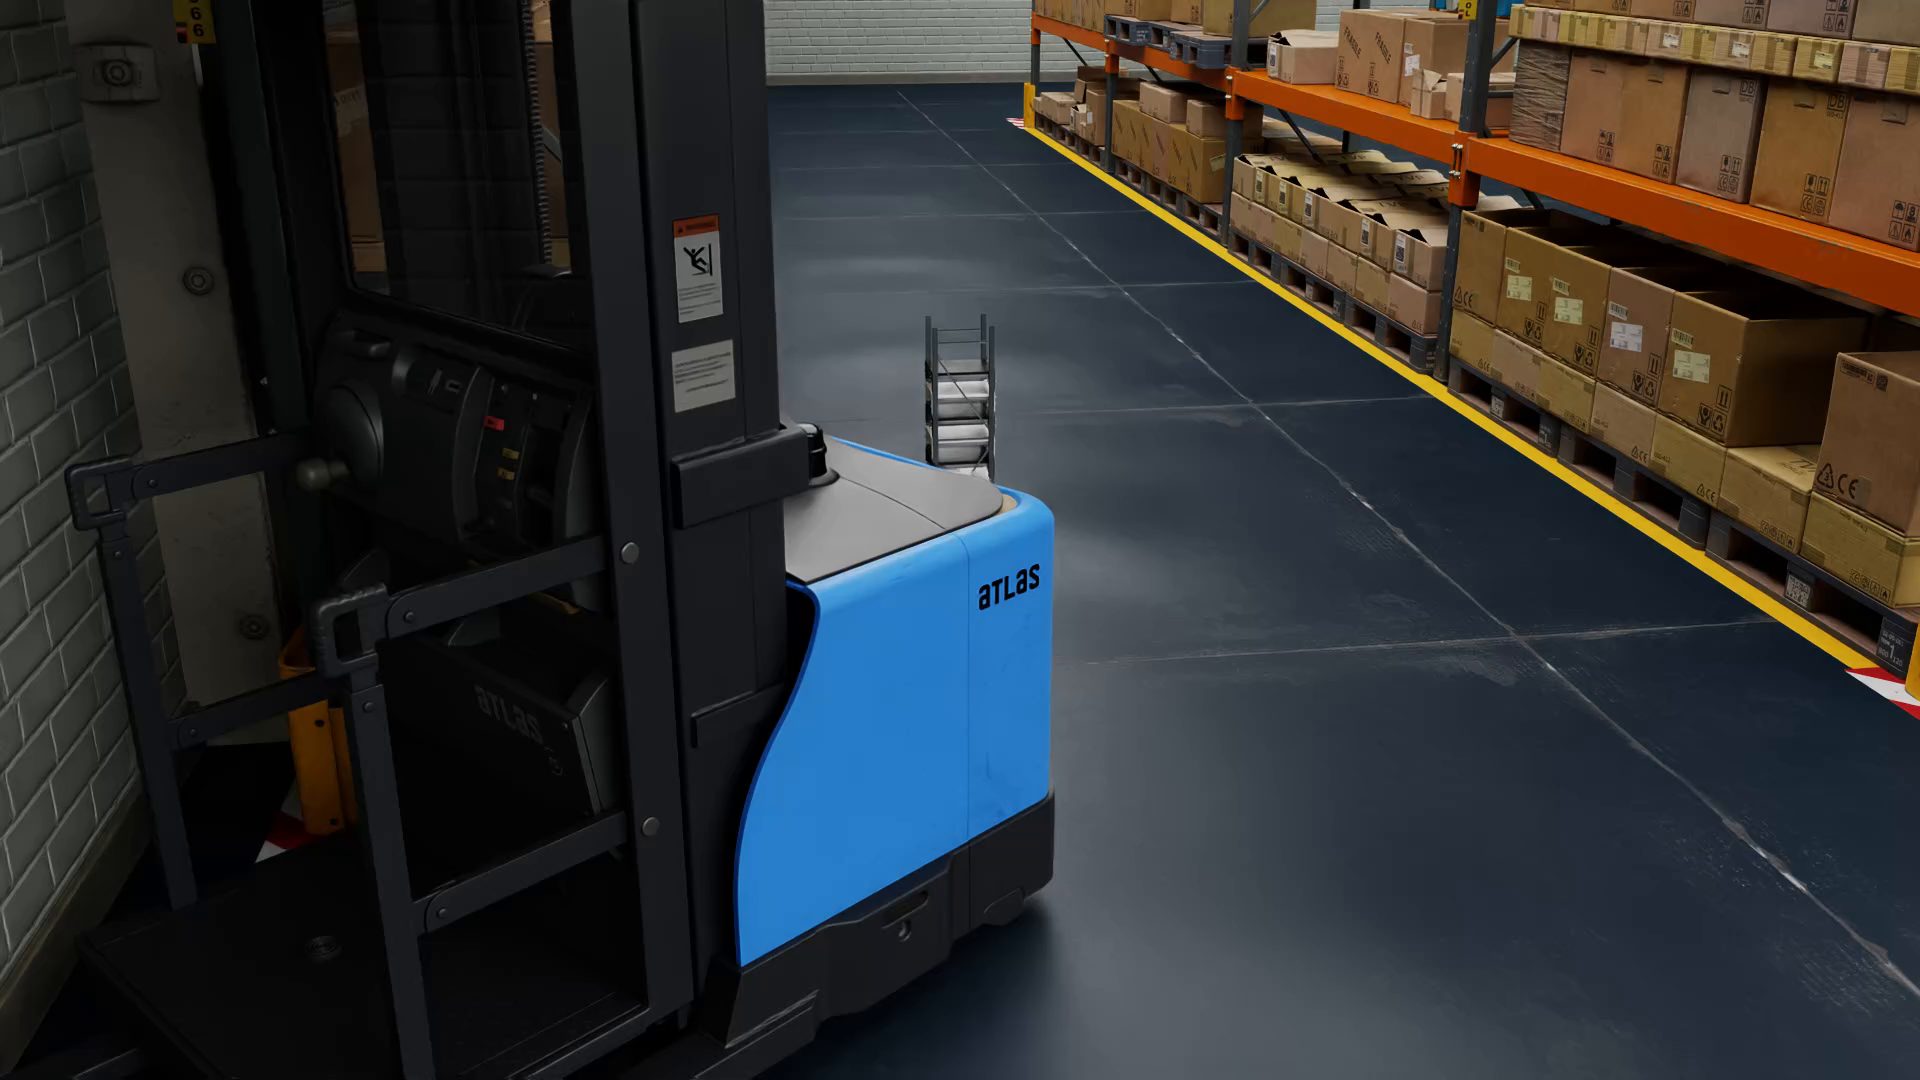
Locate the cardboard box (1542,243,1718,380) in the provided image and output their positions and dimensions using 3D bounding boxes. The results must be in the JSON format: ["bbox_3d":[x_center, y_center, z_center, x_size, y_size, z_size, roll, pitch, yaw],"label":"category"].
[{"bbox_3d":[2.985,-1.030,7.444,0.500,0.500,0.500,-3,21,-8],"label":"cardboard box"}]

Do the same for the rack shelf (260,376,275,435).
[{"bbox_3d":[-1.530,-1.012,6.166,1.077,0.370,4.000,-3,21,-8],"label":"rack shelf"}]

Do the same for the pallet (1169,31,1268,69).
[{"bbox_3d":[2.340,-3.818,12.927,1.213,0.211,1.003,-3,21,-8],"label":"pallet"}]

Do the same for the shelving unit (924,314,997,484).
[{"bbox_3d":[-0.001,-0.424,6.566,0.258,0.900,0.210,-3,21,-8],"label":"shelving unit"}]

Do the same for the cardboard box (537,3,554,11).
[{"bbox_3d":[-1.228,-1.656,5.977,0.500,0.500,0.500,-2,21,-6],"label":"cardboard box"}]

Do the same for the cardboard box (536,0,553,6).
[{"bbox_3d":[-1.819,-1.806,6.379,0.500,0.500,0.500,-2,21,-6],"label":"cardboard box"}]

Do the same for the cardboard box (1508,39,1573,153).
[{"bbox_3d":[3.154,-2.186,8.139,0.700,0.500,0.500,-3,21,-9],"label":"cardboard box"}]

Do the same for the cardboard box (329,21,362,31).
[{"bbox_3d":[-1.582,-1.274,4.954,0.500,0.500,0.500,-3,21,-7],"label":"cardboard box"}]

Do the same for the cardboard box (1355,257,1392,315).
[{"bbox_3d":[2.666,-1.505,9.789,0.500,0.250,0.500,-3,21,-9],"label":"cardboard box"}]

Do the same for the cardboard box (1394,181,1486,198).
[{"bbox_3d":[3.048,-2.152,10.718,0.500,0.311,0.500,-2,21,-6],"label":"cardboard box"}]

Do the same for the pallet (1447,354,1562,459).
[{"bbox_3d":[3.157,-0.709,8.312,1.003,0.211,1.213,-3,21,-8],"label":"pallet"}]

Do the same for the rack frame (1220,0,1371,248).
[{"bbox_3d":[2.507,-3.677,12.275,1.000,3.000,0.127,-3,21,-8],"label":"rack frame"}]

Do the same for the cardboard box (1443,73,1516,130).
[{"bbox_3d":[2.969,-2.390,9.043,0.500,0.250,0.500,-2,21,-4],"label":"cardboard box"}]

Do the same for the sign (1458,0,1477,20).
[{"bbox_3d":[2.548,-2.767,8.295,0.100,0.325,0.005,-3,21,-8],"label":"sign"}]

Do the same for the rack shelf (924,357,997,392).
[{"bbox_3d":[-0.001,-0.646,6.483,0.258,0.077,0.200,-3,21,-8],"label":"rack shelf"}]

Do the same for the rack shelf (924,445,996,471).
[{"bbox_3d":[-0.001,-0.309,6.609,0.258,0.077,0.200,-3,21,-8],"label":"rack shelf"}]

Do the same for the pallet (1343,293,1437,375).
[{"bbox_3d":[2.939,-1.239,9.732,1.003,0.211,1.213,-3,21,-8],"label":"pallet"}]

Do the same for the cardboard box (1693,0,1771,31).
[{"bbox_3d":[3.371,-2.272,6.516,0.700,0.500,0.500,-3,21,-8],"label":"cardboard box"}]

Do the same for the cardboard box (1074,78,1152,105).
[{"bbox_3d":[1.654,-4.749,18.083,0.797,0.503,0.637,-3,21,-8],"label":"cardboard box"}]

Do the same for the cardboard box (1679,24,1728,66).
[{"bbox_3d":[3.158,-2.004,6.725,0.380,0.149,0.250,-3,21,-8],"label":"cardboard box"}]

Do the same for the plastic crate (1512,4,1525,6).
[{"bbox_3d":[6.284,-5.803,18.257,0.293,0.136,0.466,-3,21,-8],"label":"plastic crate"}]

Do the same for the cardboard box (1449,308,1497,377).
[{"bbox_3d":[2.850,-1.025,8.503,0.500,0.250,0.500,-3,21,-8],"label":"cardboard box"}]

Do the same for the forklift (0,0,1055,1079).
[{"bbox_3d":[-1.137,-0.201,3.065,1.130,2.935,3.031,18,27,40],"label":"forklift"}]

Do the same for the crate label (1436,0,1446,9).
[{"bbox_3d":[5.966,-6.543,20.102,0.416,0.233,0.303,-3,21,-8],"label":"crate label"}]

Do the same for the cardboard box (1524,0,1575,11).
[{"bbox_3d":[3.154,-2.794,7.912,0.700,0.500,0.500,-3,21,-7],"label":"cardboard box"}]

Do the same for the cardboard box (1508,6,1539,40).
[{"bbox_3d":[2.931,-2.540,8.160,0.380,0.149,0.250,-3,21,-8],"label":"cardboard box"}]

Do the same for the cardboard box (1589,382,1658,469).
[{"bbox_3d":[3.062,-0.506,7.112,0.500,0.250,0.500,-3,21,-8],"label":"cardboard box"}]

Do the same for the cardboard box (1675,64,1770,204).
[{"bbox_3d":[3.380,-1.652,6.710,0.700,0.500,0.500,-2,21,-6],"label":"cardboard box"}]

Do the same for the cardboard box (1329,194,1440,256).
[{"bbox_3d":[2.591,-1.942,10.157,0.500,0.311,0.500,-3,21,-8],"label":"cardboard box"}]

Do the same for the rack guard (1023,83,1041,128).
[{"bbox_3d":[1.365,-5.250,20.058,1.175,0.500,0.348,-3,21,-8],"label":"rack guard"}]

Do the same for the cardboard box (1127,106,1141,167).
[{"bbox_3d":[1.847,-3.733,15.369,0.500,0.500,0.500,-3,21,-7],"label":"cardboard box"}]

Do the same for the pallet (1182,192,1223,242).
[{"bbox_3d":[2.437,-2.631,13.460,1.003,0.211,1.213,-3,21,-8],"label":"pallet"}]

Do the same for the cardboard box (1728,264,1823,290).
[{"bbox_3d":[3.589,-0.884,7.053,0.500,0.500,0.500,-3,21,-8],"label":"cardboard box"}]

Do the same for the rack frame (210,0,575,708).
[{"bbox_3d":[-1.241,-0.656,4.186,1.000,3.000,0.127,-3,21,-8],"label":"rack frame"}]

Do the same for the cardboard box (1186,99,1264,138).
[{"bbox_3d":[2.128,-3.395,13.391,0.500,0.250,0.500,-2,21,-6],"label":"cardboard box"}]

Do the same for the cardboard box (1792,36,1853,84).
[{"bbox_3d":[3.268,-1.738,6.012,0.380,0.149,0.250,-2,21,-6],"label":"cardboard box"}]

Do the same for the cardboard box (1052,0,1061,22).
[{"bbox_3d":[1.306,-5.975,18.283,0.500,0.500,0.500,-3,21,-8],"label":"cardboard box"}]

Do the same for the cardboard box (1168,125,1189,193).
[{"bbox_3d":[2.066,-3.204,13.950,0.500,0.500,0.500,-4,21,-10],"label":"cardboard box"}]

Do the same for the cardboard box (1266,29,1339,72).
[{"bbox_3d":[2.516,-3.507,11.947,0.500,0.311,0.500,-2,21,-4],"label":"cardboard box"}]

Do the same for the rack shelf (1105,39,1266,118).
[{"bbox_3d":[2.219,-4.033,14.254,1.077,0.370,4.000,-3,21,-8],"label":"rack shelf"}]

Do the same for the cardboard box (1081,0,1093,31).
[{"bbox_3d":[1.529,-5.448,16.872,0.500,0.500,0.500,-2,21,-6],"label":"cardboard box"}]

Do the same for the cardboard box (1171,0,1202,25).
[{"bbox_3d":[2.246,-4.697,14.262,0.700,0.500,0.500,-8,22,-21],"label":"cardboard box"}]

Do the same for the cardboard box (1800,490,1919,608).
[{"bbox_3d":[3.291,0.013,5.723,0.500,0.250,0.500,-3,21,-8],"label":"cardboard box"}]

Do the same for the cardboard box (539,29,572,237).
[{"bbox_3d":[-1.013,-1.127,4.561,0.500,0.500,0.500,-3,21,-8],"label":"cardboard box"}]

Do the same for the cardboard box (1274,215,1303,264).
[{"bbox_3d":[2.446,-2.036,11.210,0.500,0.250,0.500,-3,21,-9],"label":"cardboard box"}]

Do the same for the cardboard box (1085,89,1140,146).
[{"bbox_3d":[1.568,-4.280,16.833,0.500,0.500,0.500,-3,21,-8],"label":"cardboard box"}]

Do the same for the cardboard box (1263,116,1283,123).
[{"bbox_3d":[2.495,-3.420,14.529,0.500,0.500,0.500,-4,21,-10],"label":"cardboard box"}]

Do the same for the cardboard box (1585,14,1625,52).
[{"bbox_3d":[3.045,-2.273,7.446,0.380,0.149,0.250,-3,21,-8],"label":"cardboard box"}]

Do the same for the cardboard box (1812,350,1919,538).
[{"bbox_3d":[3.288,-0.338,5.592,0.500,0.500,0.500,-3,21,-8],"label":"cardboard box"}]

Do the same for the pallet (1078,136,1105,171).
[{"bbox_3d":[1.832,-3.994,17.107,1.003,0.211,1.213,-3,21,-8],"label":"pallet"}]

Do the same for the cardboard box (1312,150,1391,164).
[{"bbox_3d":[2.826,-2.680,12.132,0.500,0.311,0.500,-2,21,-6],"label":"cardboard box"}]

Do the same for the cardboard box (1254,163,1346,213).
[{"bbox_3d":[2.376,-2.471,11.573,0.500,0.311,0.500,-3,21,-9],"label":"cardboard box"}]

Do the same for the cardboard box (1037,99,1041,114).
[{"bbox_3d":[1.110,-5.077,19.443,0.380,0.166,0.250,-3,21,-8],"label":"cardboard box"}]

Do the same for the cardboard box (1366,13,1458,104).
[{"bbox_3d":[2.841,-2.962,10.216,0.500,0.500,0.500,-3,21,-8],"label":"cardboard box"}]

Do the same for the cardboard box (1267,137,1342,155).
[{"bbox_3d":[2.724,-2.884,13.095,0.500,0.500,0.500,-2,21,-5],"label":"cardboard box"}]
